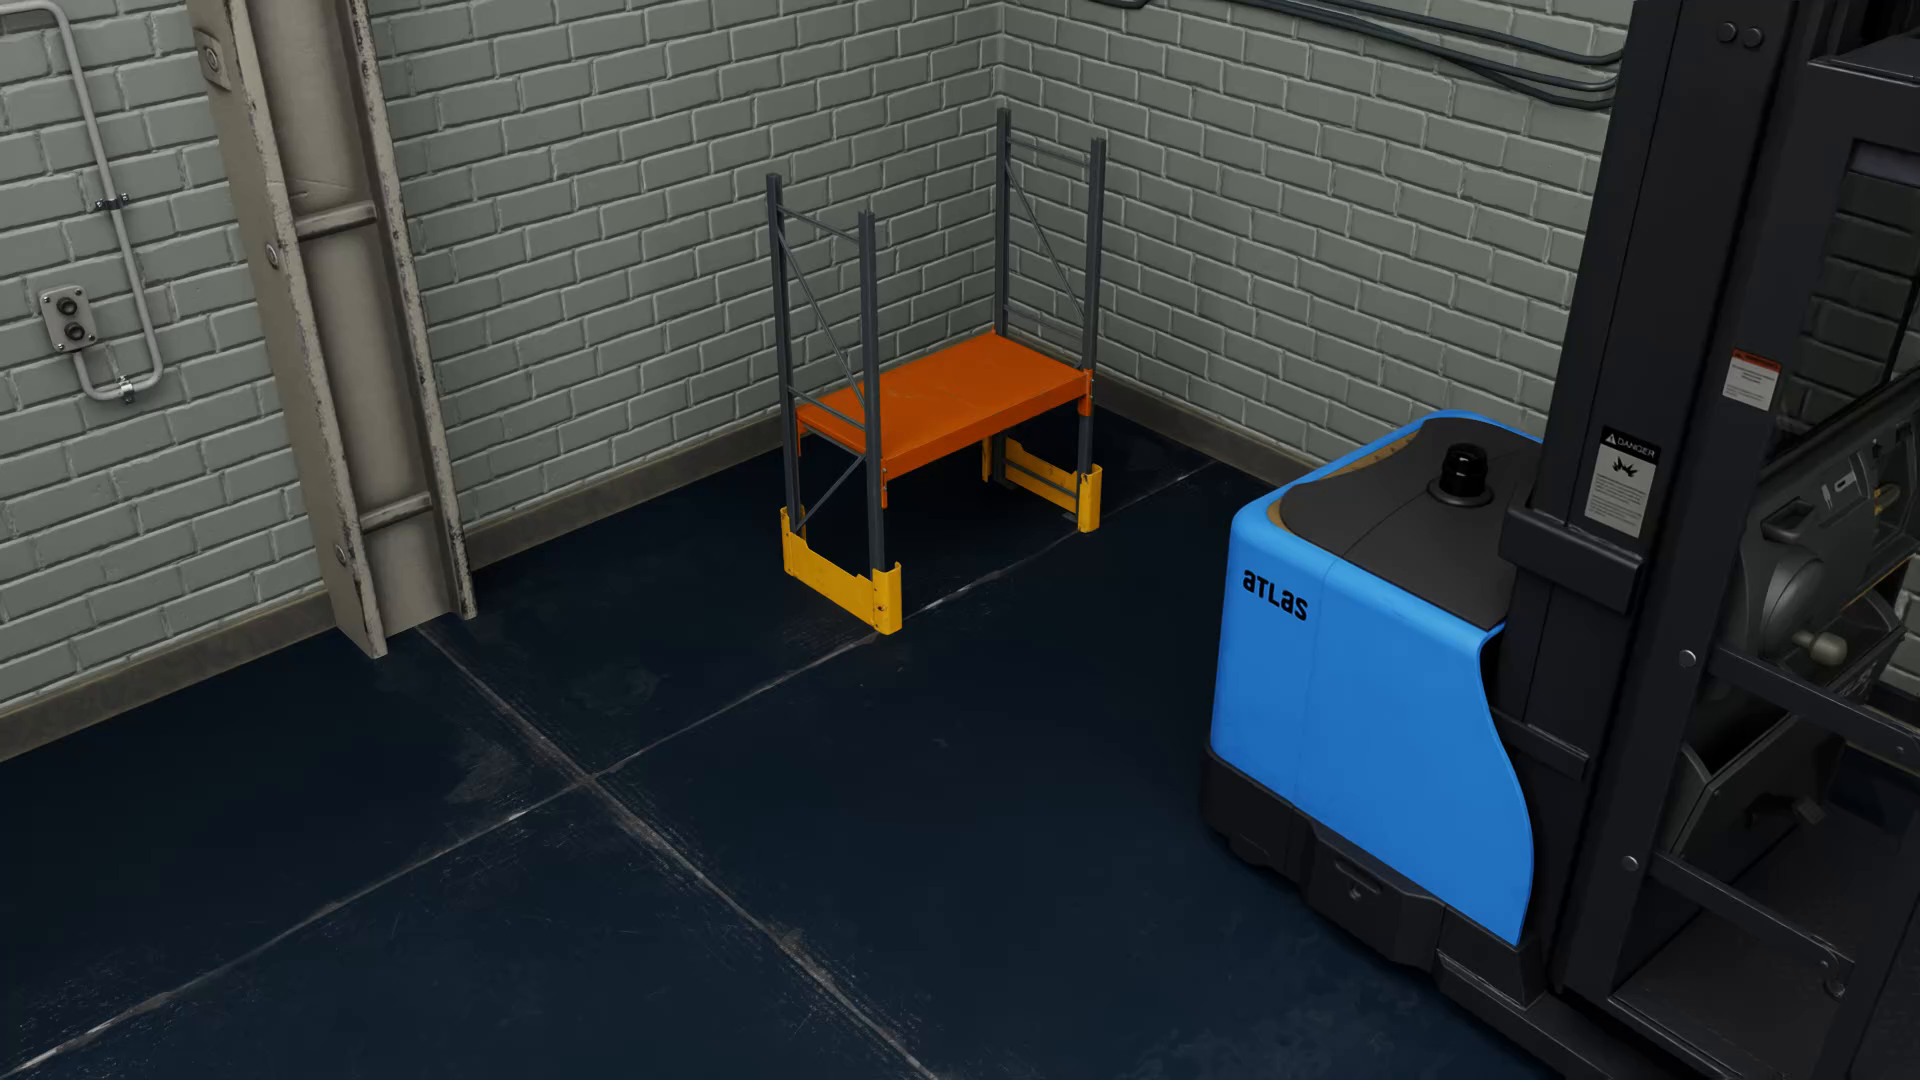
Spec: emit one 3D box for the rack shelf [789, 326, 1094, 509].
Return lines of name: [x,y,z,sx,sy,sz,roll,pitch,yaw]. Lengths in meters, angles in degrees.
rack shelf: [-0.063,-0.456,5.903,1.000,0.185,0.538,-26,40,-35]

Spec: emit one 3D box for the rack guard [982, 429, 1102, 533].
rack guard: [0.309,-0.256,6.429,0.087,0.250,0.587,-26,40,-35]

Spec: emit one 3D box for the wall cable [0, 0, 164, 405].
wall cable: [-3.029,-0.968,3.983,1.851,1.984,0.084,-26,40,-35]

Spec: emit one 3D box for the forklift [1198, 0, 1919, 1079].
forklift: [2.031,0.009,3.425,1.130,2.935,3.031,-24,39,-34]

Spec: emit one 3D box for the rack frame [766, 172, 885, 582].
rack frame: [-0.435,-0.429,5.514,0.032,1.500,0.500,-26,40,-35]

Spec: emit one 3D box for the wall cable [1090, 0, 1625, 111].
wall cable: [1.066,-2.822,5.216,0.112,2.526,3.097,-26,40,-35]

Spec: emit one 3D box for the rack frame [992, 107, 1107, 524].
rack frame: [0.310,-0.790,6.104,0.032,1.500,0.500,-26,40,-35]

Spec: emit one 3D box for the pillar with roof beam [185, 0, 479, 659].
pillar with roof beam: [0.994,-1.919,0.763,0.400,9.000,9.100,-26,40,-35]

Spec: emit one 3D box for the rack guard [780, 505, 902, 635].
rack guard: [-0.421,0.097,5.852,0.087,0.250,0.587,-26,40,-35]

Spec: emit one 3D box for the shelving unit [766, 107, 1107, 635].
shelving unit: [-0.056,-0.613,5.815,1.083,1.500,0.587,-26,40,-35]
